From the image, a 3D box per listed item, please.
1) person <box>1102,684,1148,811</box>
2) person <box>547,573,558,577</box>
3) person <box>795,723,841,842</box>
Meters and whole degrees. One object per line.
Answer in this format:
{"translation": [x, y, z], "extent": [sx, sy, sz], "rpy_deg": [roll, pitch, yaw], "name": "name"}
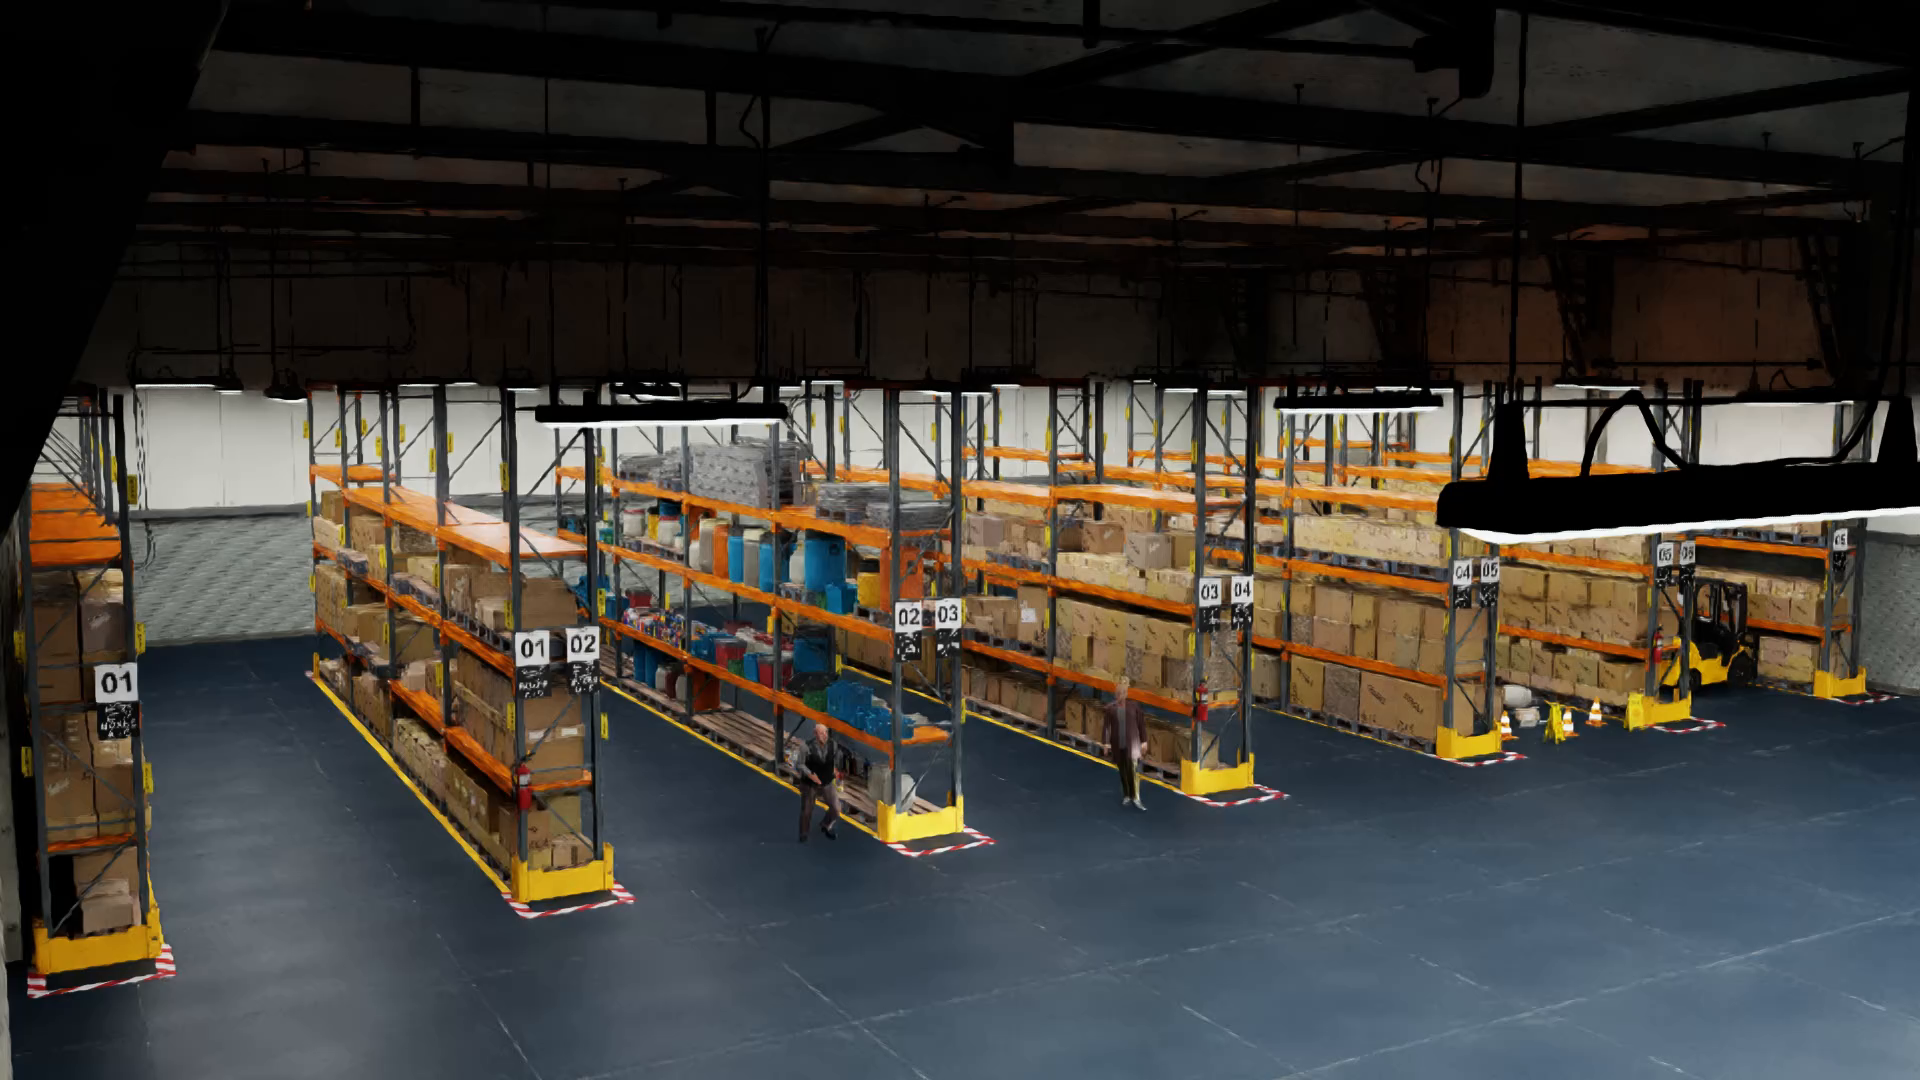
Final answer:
{"translation": [2.377, 2.922, 23.734], "extent": [0.687, 1.779, 0.543], "rpy_deg": [3, 7, 23], "name": "person"}
{"translation": [-9.024, 1.549, 37.052], "extent": [0.549, 1.670, 0.673], "rpy_deg": [1, 6, 6], "name": "person"}
{"translation": [-1.849, 3.198, 21.864], "extent": [0.671, 1.650, 0.769], "rpy_deg": [-2, 7, -22], "name": "person"}
